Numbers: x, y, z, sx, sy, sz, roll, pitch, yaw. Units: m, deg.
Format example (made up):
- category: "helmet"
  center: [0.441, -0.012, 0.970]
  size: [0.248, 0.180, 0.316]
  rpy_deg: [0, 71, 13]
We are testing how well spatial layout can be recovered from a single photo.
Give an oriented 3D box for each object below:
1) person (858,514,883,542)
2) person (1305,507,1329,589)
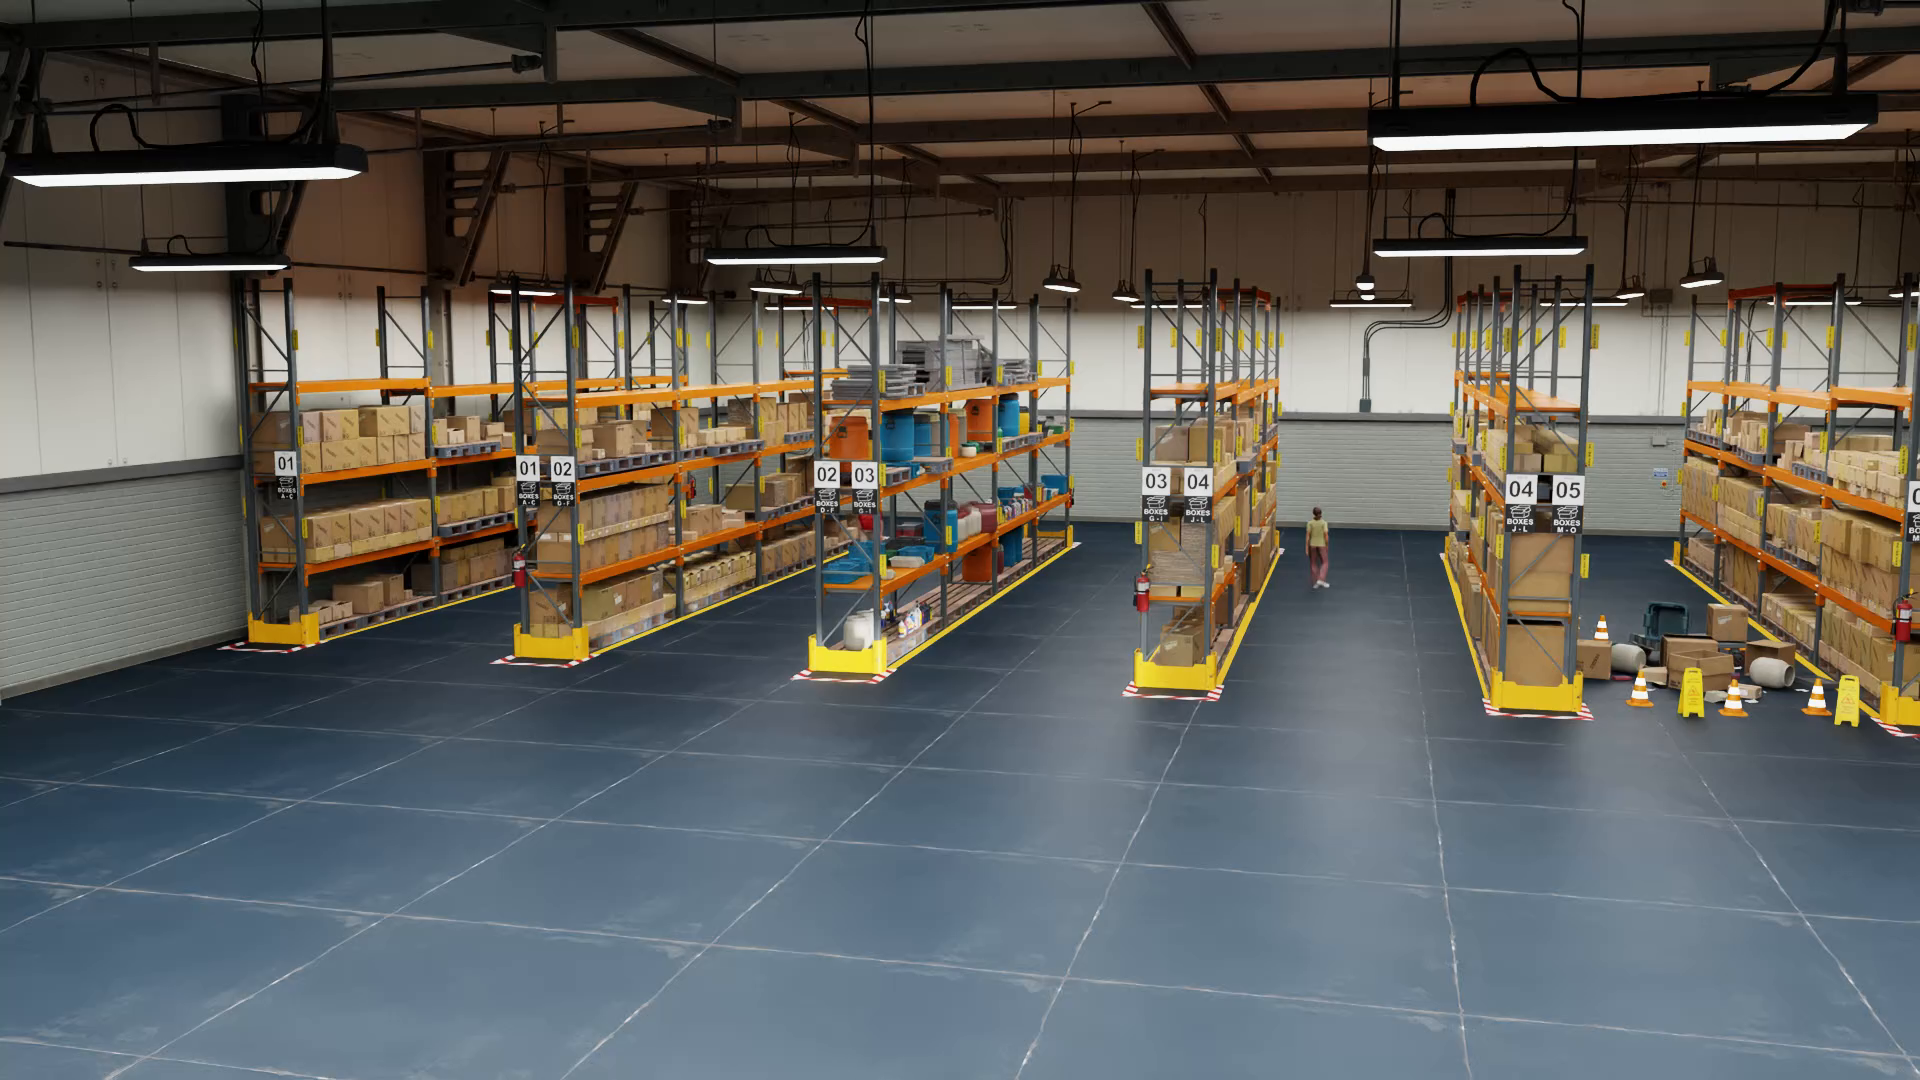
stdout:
- category: "person"
  center: [-1.914, -0.137, 35.845]
  size: [0.547, 1.674, 0.971]
  rpy_deg: [1, 7, 11]
- category: "person"
  center: [7.218, 0.161, 33.568]
  size: [0.492, 1.669, 0.516]
  rpy_deg: [2, 7, 12]
